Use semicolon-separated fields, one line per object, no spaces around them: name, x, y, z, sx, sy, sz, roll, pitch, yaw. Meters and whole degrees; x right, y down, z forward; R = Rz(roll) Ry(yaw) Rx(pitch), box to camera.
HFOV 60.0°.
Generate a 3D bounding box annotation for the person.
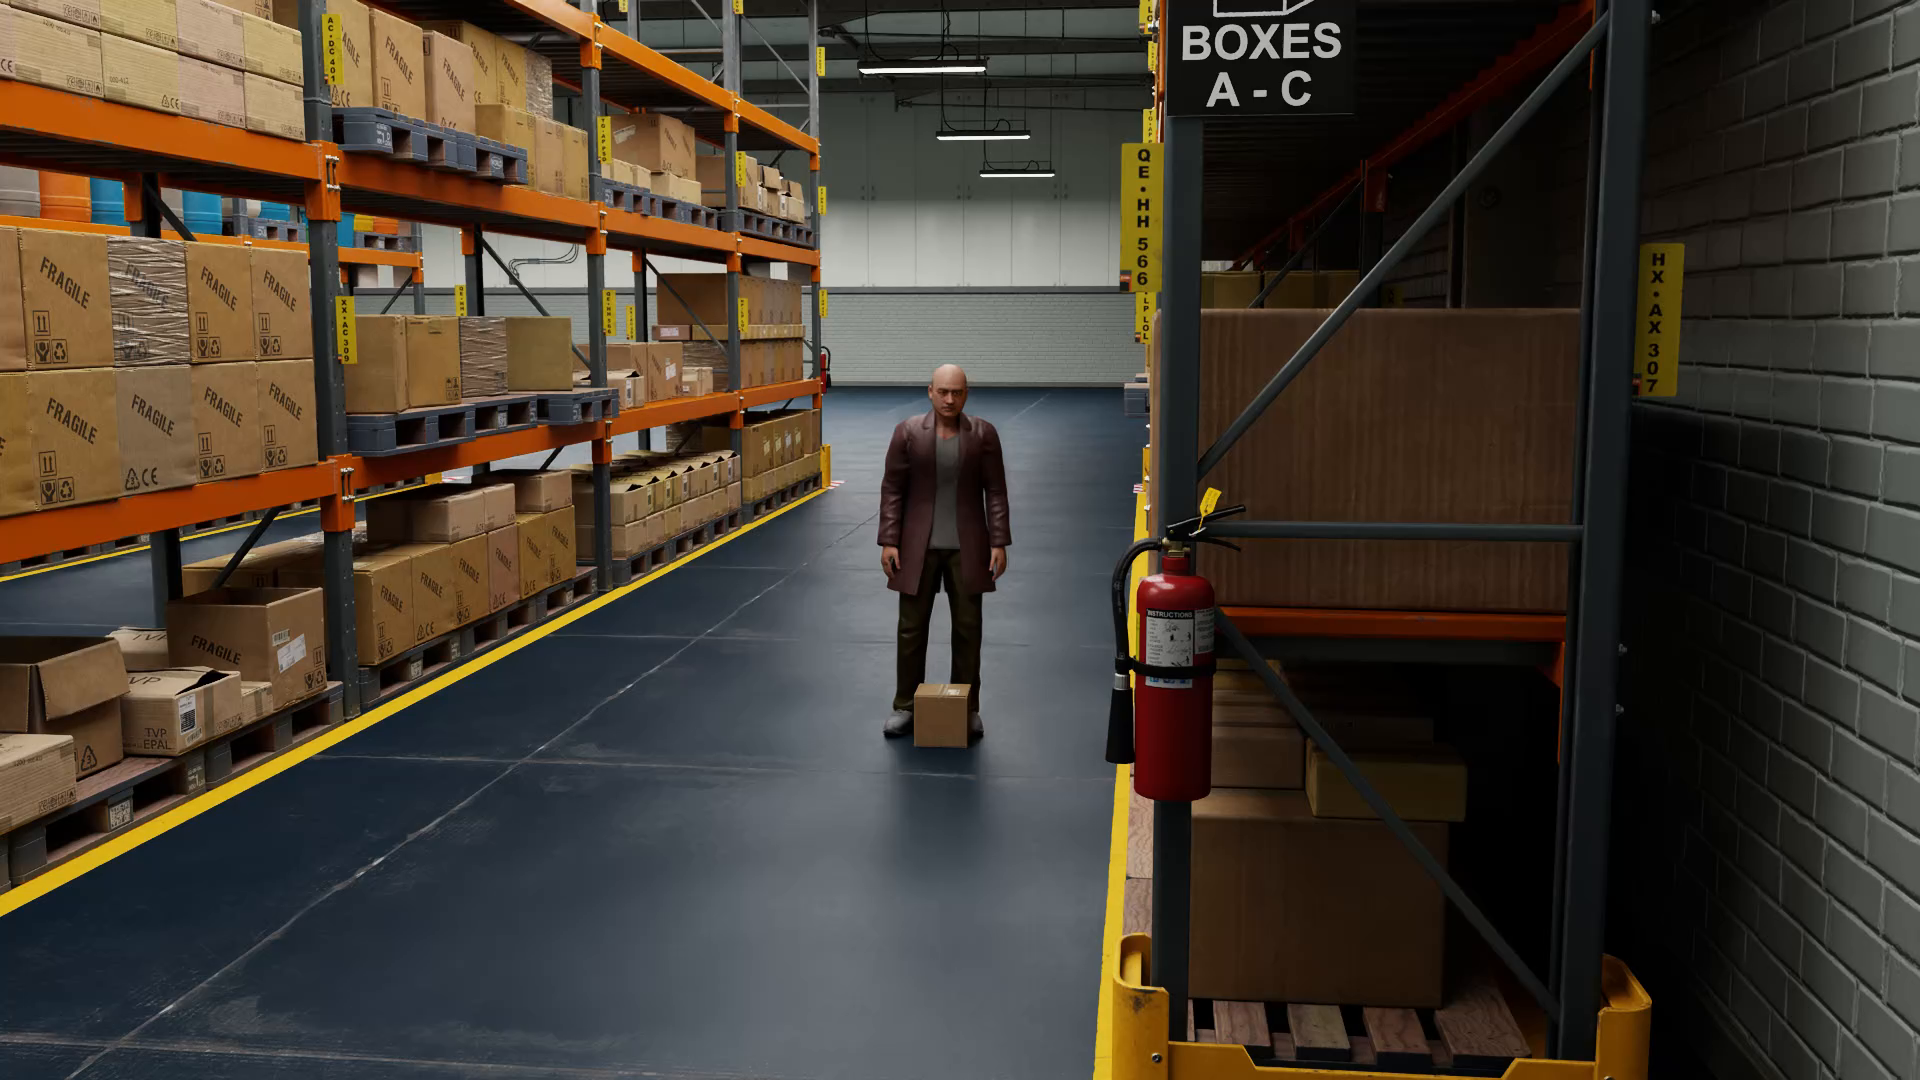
person;-0.074;0.042;8.024;0.653;1.773;0.426;0;7;-2
